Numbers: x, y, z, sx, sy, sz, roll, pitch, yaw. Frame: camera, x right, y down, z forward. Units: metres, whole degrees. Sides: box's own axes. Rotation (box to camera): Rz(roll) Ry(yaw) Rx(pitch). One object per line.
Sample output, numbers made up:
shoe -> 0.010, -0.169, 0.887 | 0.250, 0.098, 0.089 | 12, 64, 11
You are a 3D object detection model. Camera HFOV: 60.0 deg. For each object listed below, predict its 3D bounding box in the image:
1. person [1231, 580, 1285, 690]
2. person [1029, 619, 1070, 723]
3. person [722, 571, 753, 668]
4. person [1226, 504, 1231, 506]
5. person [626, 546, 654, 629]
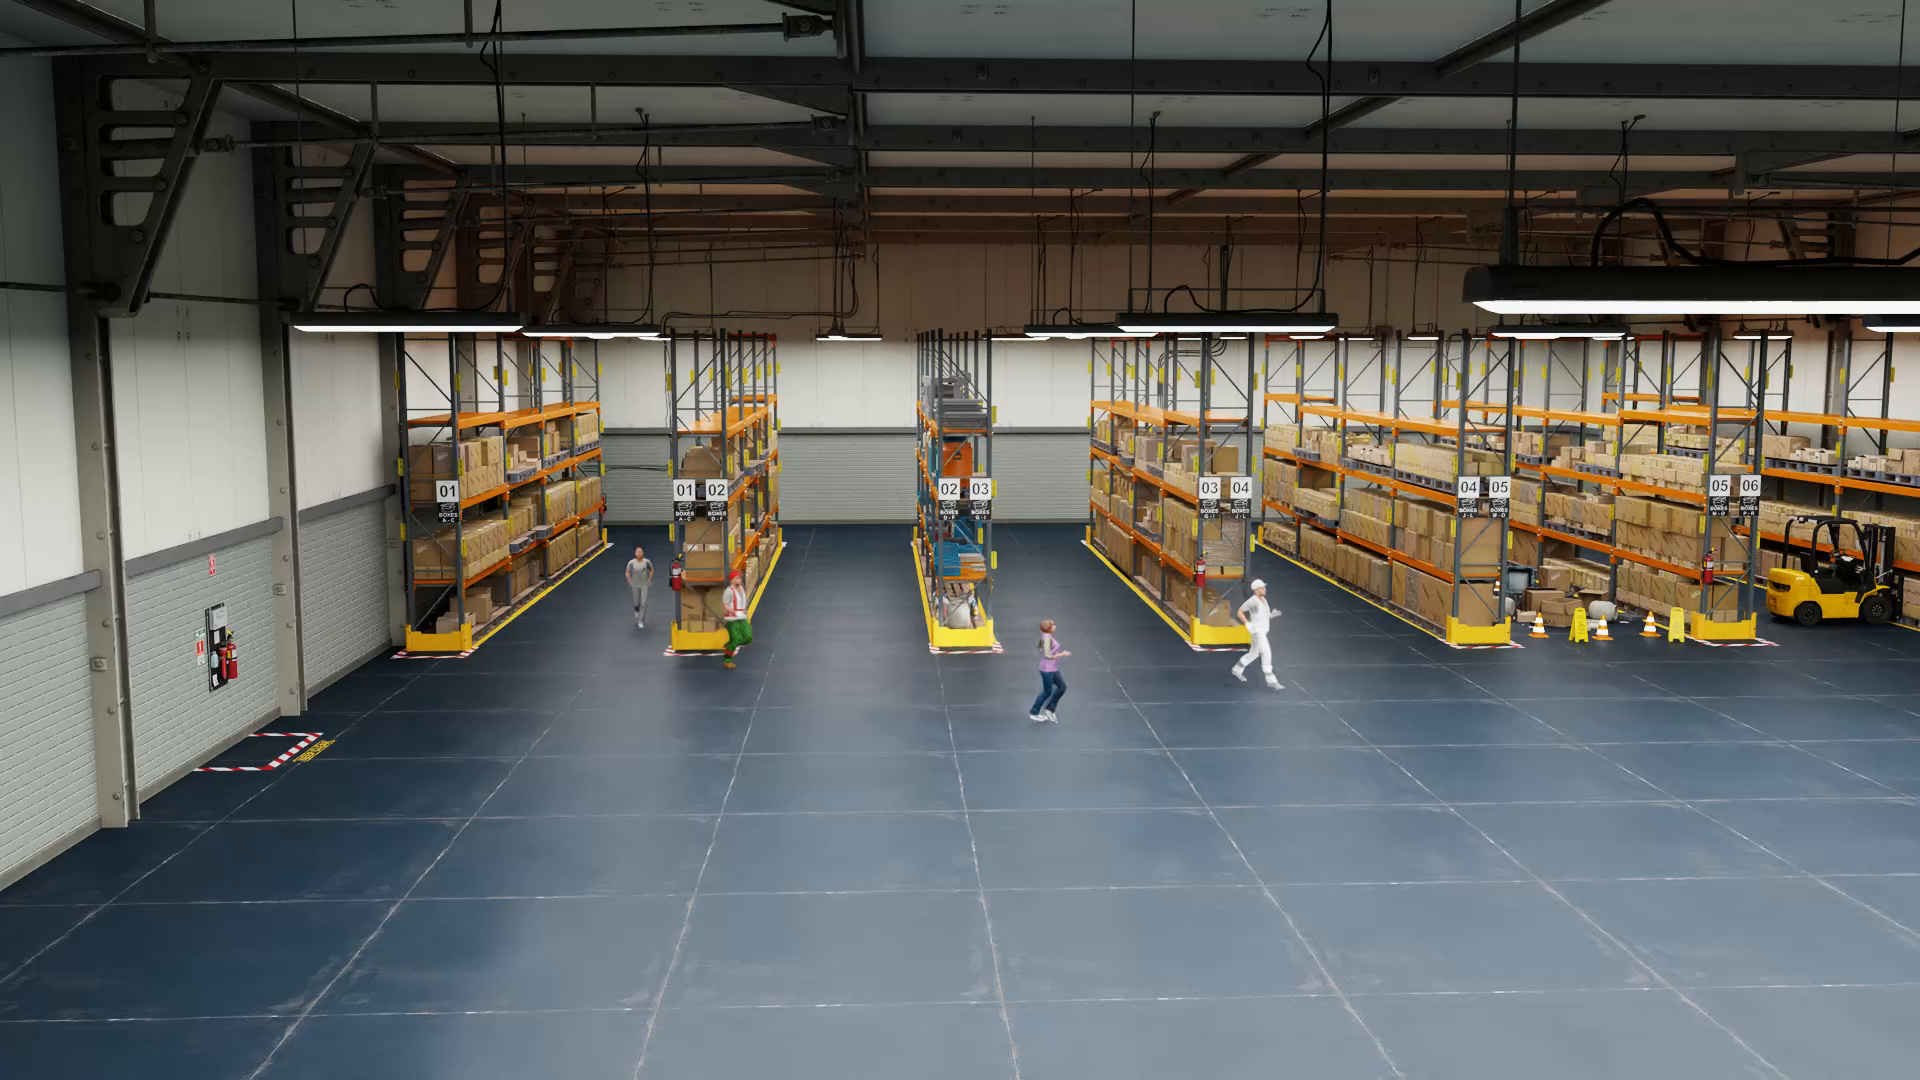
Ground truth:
person -> 4.968, 1.549, 27.660 | 0.976, 1.787, 0.660 | 3, 8, 27
person -> 1.368, 1.983, 25.094 | 0.635, 1.614, 0.514 | 1, 7, 12
person -> -3.925, 1.400, 29.423 | 0.655, 1.737, 0.696 | 4, 8, 33
person -> 7.430, -0.705, 47.286 | 0.745, 1.748, 0.735 | 2, 7, 18
person -> -6.506, 0.941, 33.831 | 0.567, 1.645, 0.755 | -2, 7, -13
